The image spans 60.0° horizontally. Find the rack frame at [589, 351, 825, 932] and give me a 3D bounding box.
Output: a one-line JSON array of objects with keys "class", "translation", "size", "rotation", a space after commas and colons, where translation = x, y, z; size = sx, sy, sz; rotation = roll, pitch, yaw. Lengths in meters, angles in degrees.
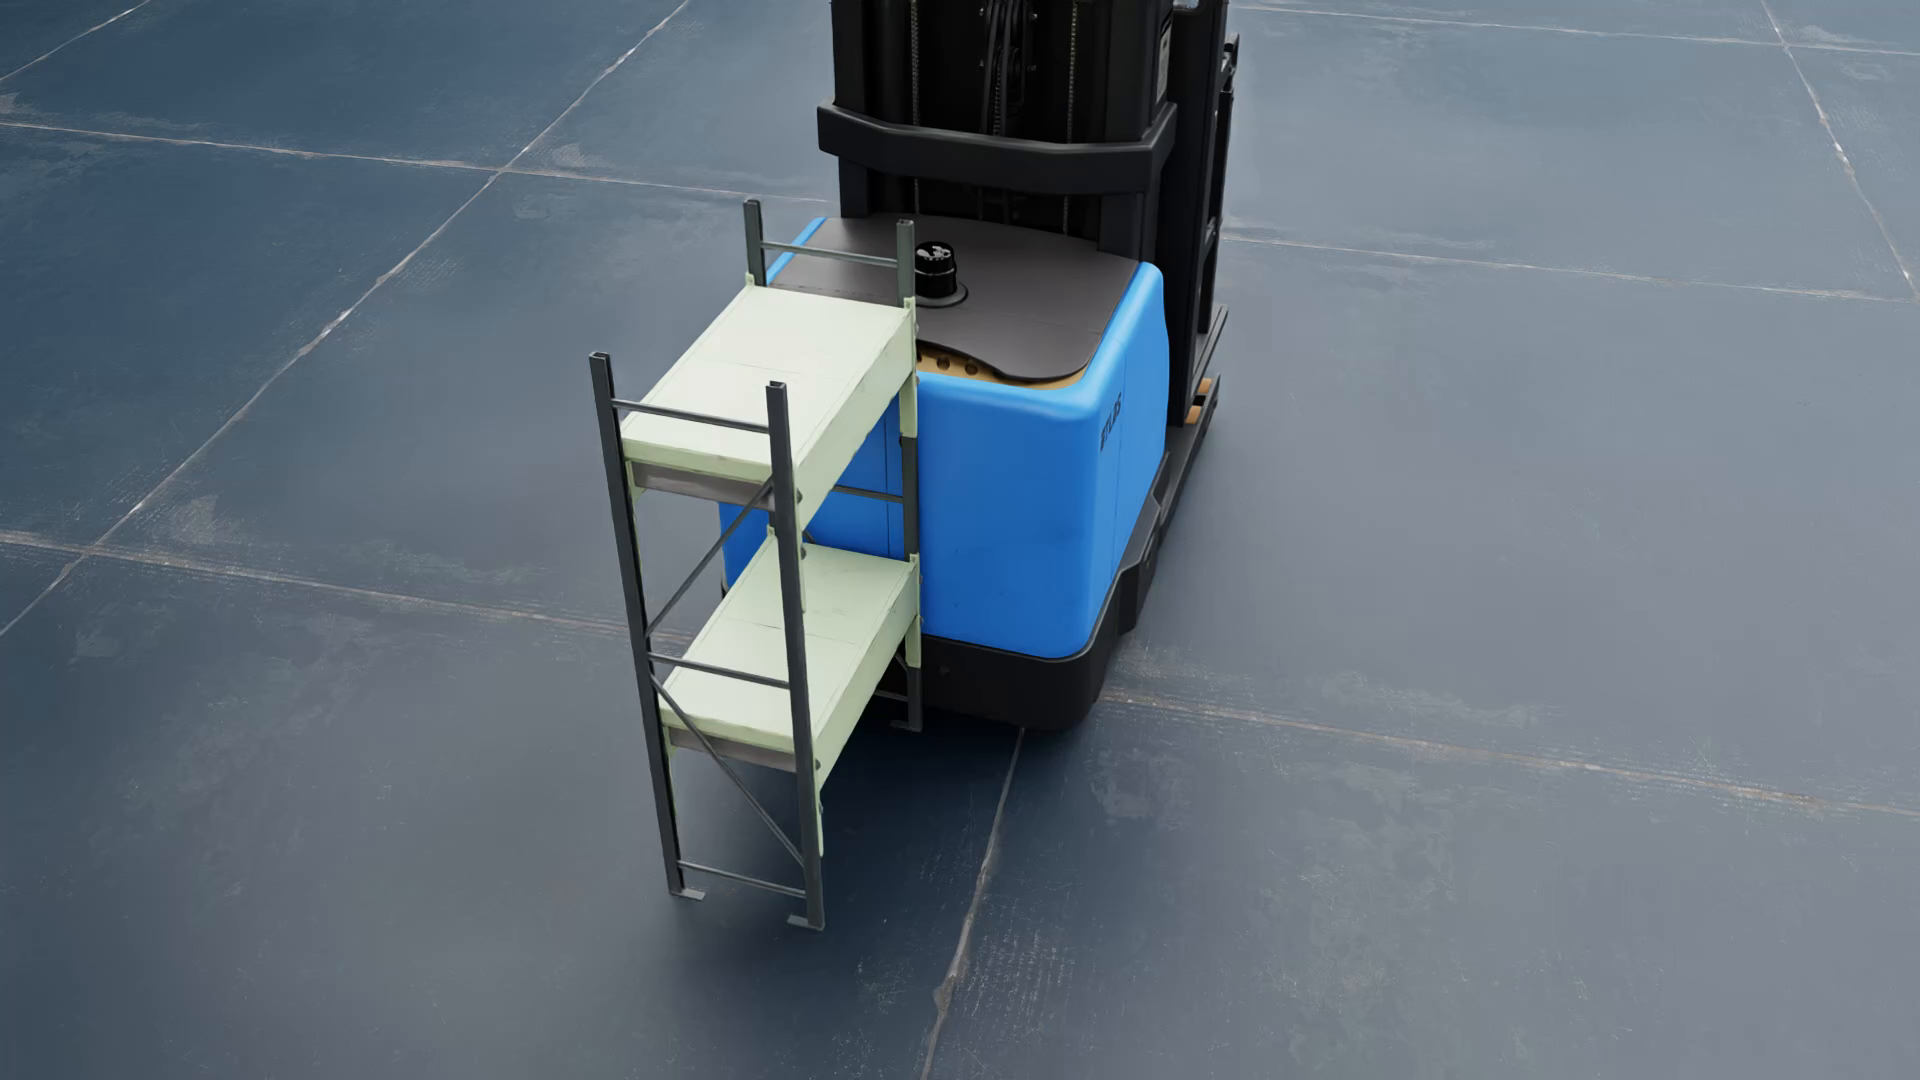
[{"class": "rack frame", "translation": [-0.517, 0.285, 3.578], "size": [0.400, 1.500, 0.023], "rotation": [11, 37, 14]}]

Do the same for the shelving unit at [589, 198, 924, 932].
[{"class": "shelving unit", "translation": [-0.406, 0.081, 3.861], "size": [0.431, 1.500, 0.755], "rotation": [11, 37, 14]}]

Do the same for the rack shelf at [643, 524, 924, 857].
[{"class": "rack shelf", "translation": [-0.406, 0.345, 4.052], "size": [0.431, 0.370, 0.720], "rotation": [11, 37, 14]}]

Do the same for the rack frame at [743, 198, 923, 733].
[{"class": "rack frame", "translation": [-0.295, -0.124, 4.143], "size": [0.400, 1.500, 0.023], "rotation": [11, 37, 14]}]

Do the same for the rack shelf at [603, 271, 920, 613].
[{"class": "rack shelf", "translation": [-0.406, -0.235, 3.632], "size": [0.431, 0.370, 0.720], "rotation": [11, 37, 14]}]

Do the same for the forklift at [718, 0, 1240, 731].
[{"class": "forklift", "translation": [0.273, -1.544, 4.883], "size": [1.130, 2.935, 3.031], "rotation": [11, 37, 14]}]
